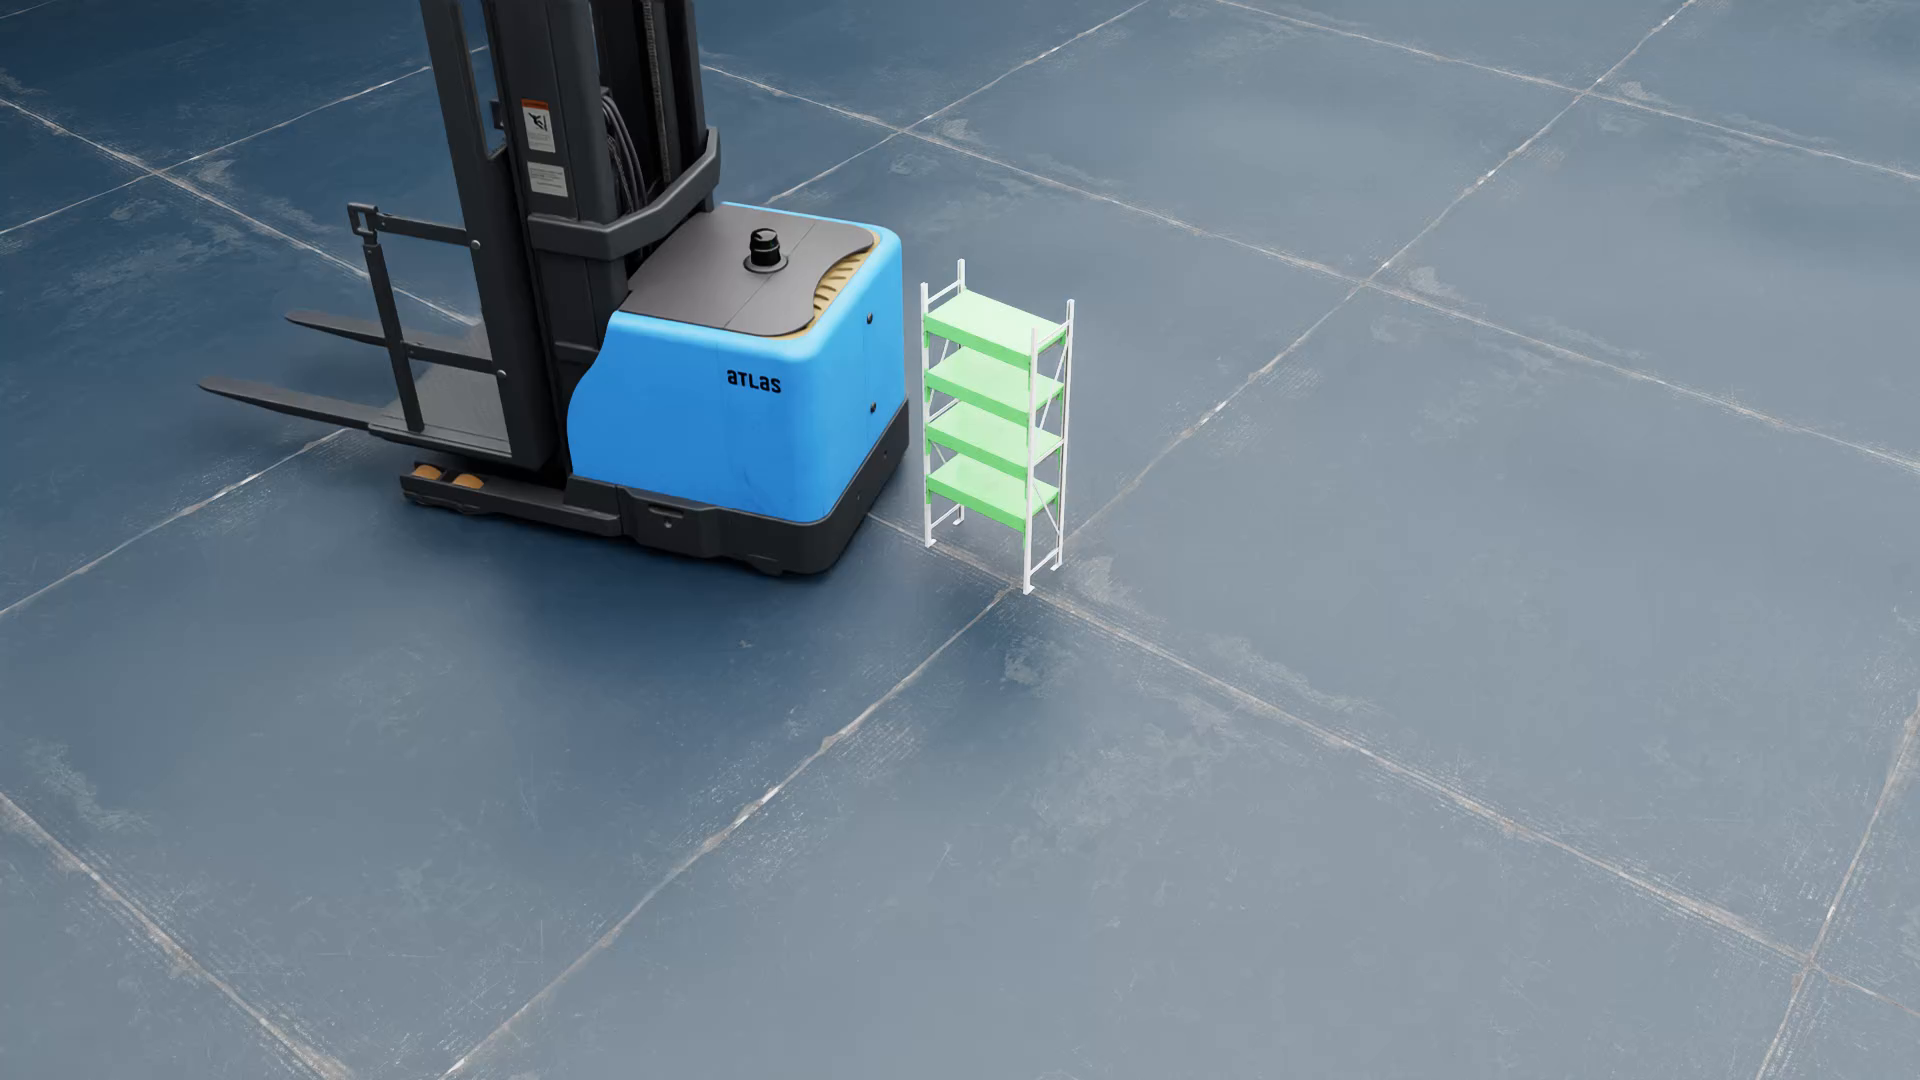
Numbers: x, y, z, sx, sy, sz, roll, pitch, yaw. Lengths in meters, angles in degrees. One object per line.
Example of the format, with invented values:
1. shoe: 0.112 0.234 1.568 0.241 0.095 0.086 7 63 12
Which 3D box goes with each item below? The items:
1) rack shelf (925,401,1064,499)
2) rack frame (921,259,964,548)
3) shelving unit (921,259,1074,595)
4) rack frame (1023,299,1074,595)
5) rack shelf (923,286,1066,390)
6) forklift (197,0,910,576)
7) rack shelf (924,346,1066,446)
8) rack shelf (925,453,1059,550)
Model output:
1. rack shelf: 0.131 -0.360 6.340 0.480 0.148 0.258 25 45 29
2. rack frame: -0.062 -0.502 6.418 0.015 1.200 0.240 25 45 29
3. shelving unit: 0.131 -0.410 6.301 0.503 1.200 0.258 25 45 29
4. rack frame: 0.325 -0.319 6.184 0.015 1.200 0.240 25 45 29
5. rack shelf: 0.131 -0.738 6.044 0.480 0.148 0.258 25 45 29
6. forklift: -1.792 -1.554 6.357 3.031 2.935 1.130 12 40 15
7. rack shelf: 0.131 -0.549 6.192 0.480 0.148 0.258 25 45 29
8. rack shelf: 0.131 -0.171 6.488 0.480 0.148 0.258 25 45 29
